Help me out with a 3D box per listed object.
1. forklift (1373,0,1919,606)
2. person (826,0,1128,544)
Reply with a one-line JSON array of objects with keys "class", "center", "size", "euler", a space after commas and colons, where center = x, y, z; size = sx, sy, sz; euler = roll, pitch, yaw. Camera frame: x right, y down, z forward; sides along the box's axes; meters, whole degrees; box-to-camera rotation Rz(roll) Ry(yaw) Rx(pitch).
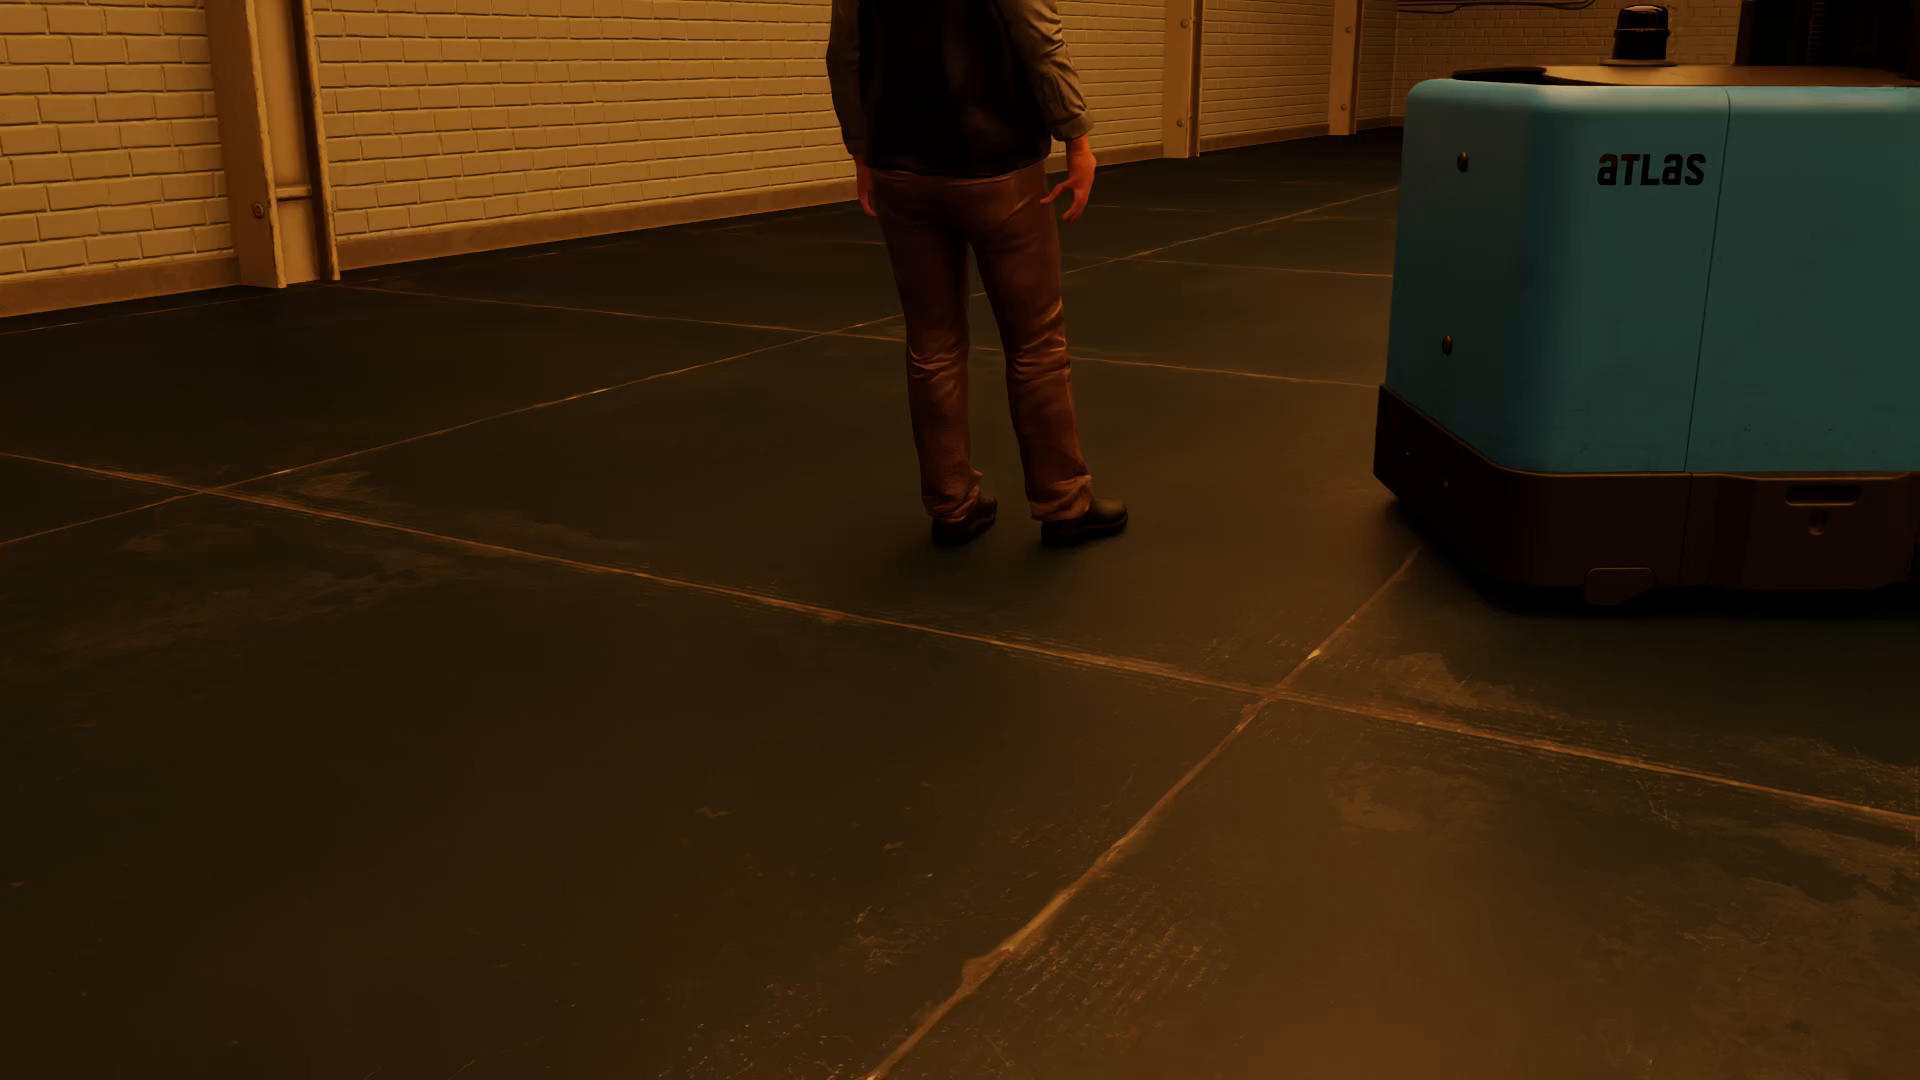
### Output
[{"class": "forklift", "center": [2.612, -1.399, 3.601], "size": [3.031, 2.935, 1.130], "euler": [0, 16, -2]}, {"class": "person", "center": [0.037, -0.847, 3.845], "size": [0.633, 1.722, 0.566], "euler": [9, 19, 28]}]
